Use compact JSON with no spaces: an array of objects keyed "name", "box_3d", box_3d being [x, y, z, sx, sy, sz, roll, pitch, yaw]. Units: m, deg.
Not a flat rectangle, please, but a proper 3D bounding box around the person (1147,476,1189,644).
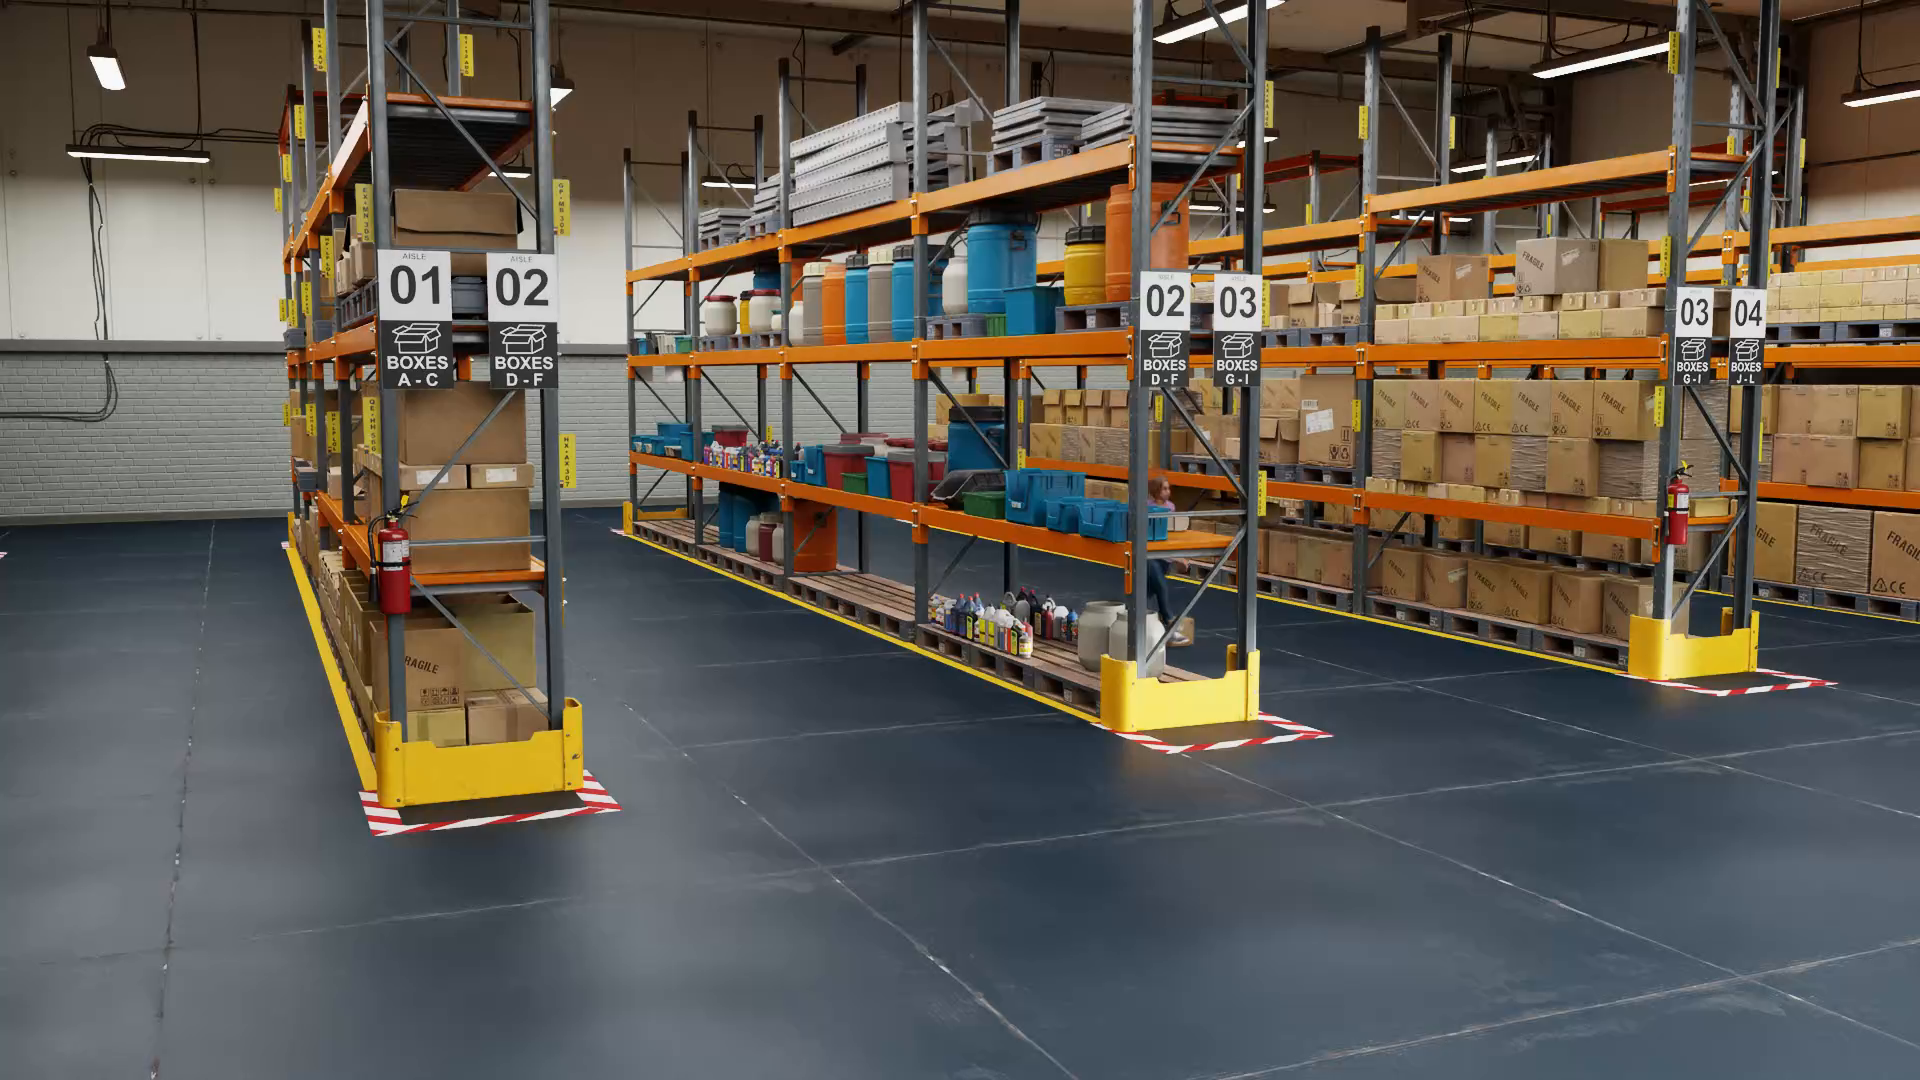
[{"name":"person","box_3d":[1.879,0.161,15.555,0.424,1.524,1.016,-4,7,-37]}]
